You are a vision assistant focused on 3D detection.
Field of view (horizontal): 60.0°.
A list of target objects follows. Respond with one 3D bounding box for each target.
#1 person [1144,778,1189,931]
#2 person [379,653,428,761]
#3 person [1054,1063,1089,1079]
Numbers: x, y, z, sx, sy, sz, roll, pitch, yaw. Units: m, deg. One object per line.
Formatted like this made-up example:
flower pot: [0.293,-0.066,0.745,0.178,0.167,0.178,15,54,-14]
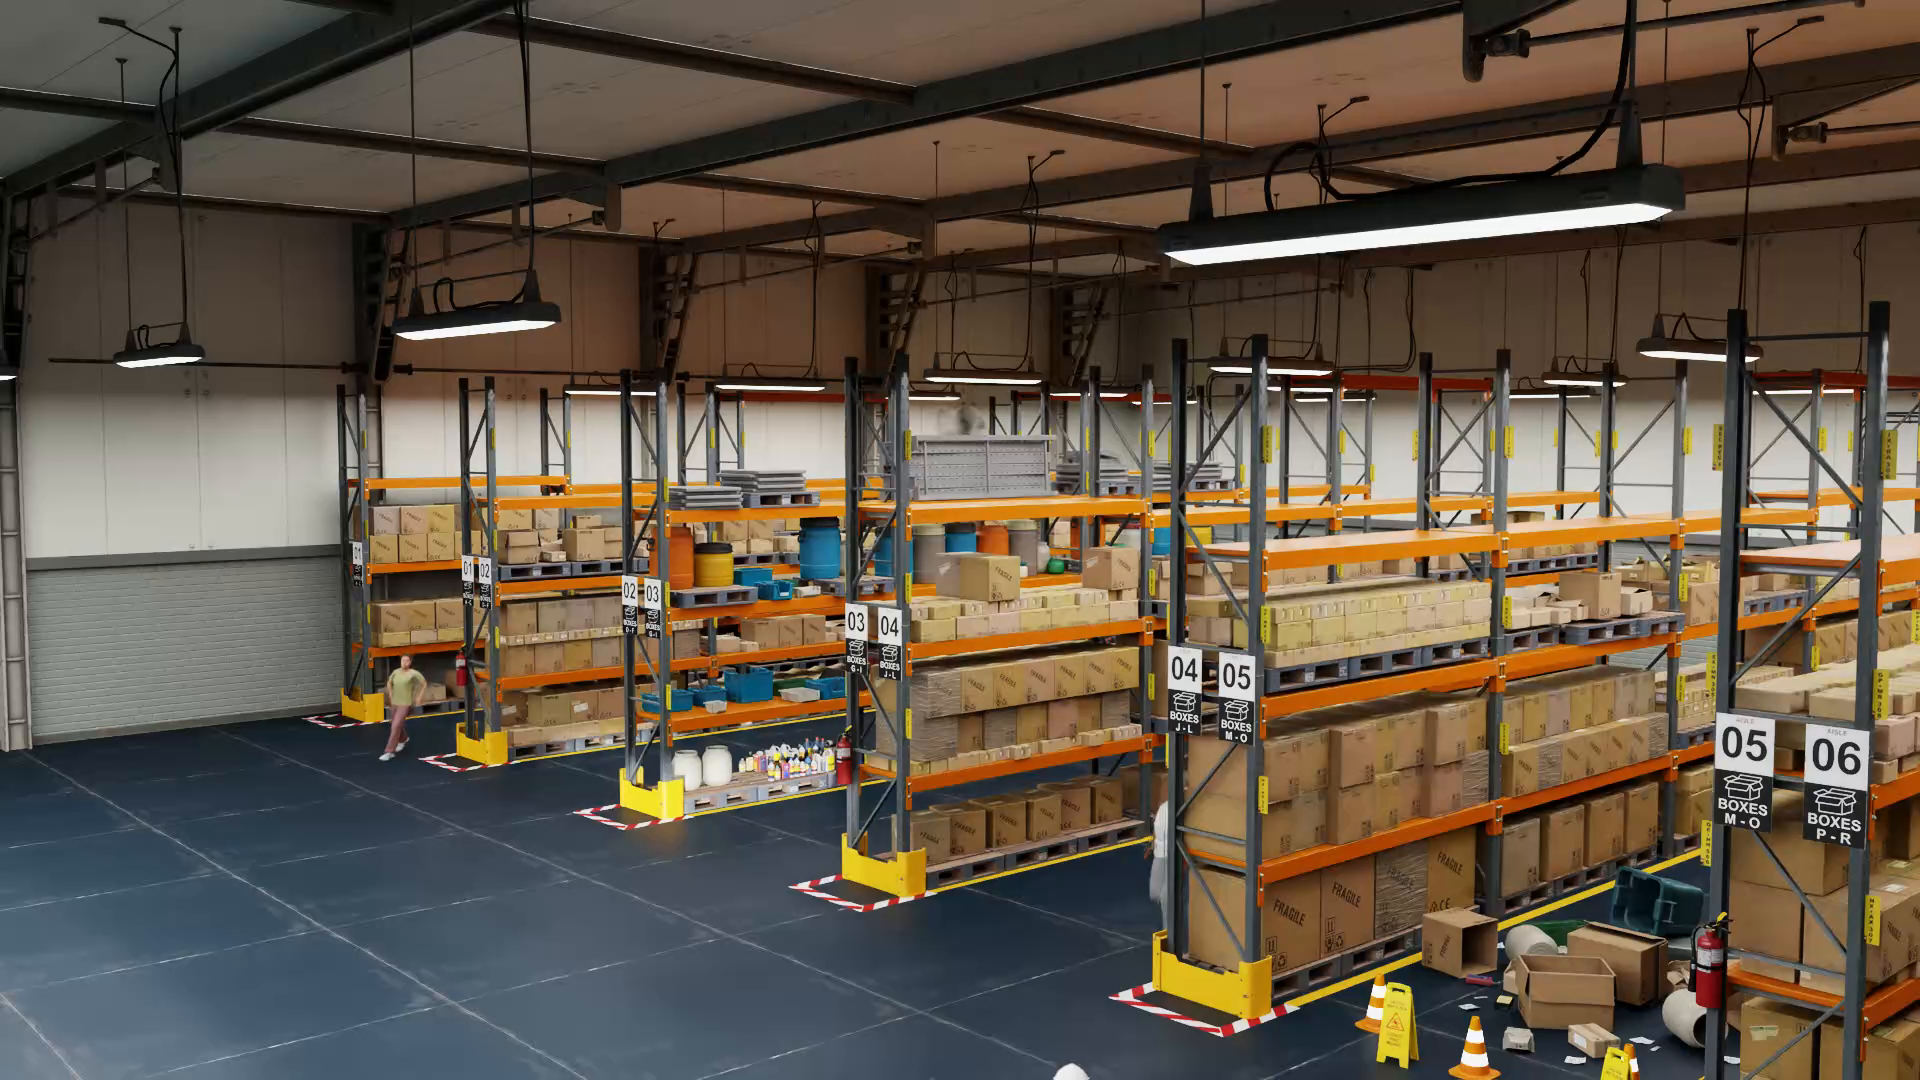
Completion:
person: [2.173,3.225,16.938,0.566,1.646,0.598,3,5,41]
person: [-8.774,2.599,26.273,0.638,1.652,0.883,1,4,12]
person: [0.570,3.685,8.812,0.646,1.847,0.798,0,4,-1]
